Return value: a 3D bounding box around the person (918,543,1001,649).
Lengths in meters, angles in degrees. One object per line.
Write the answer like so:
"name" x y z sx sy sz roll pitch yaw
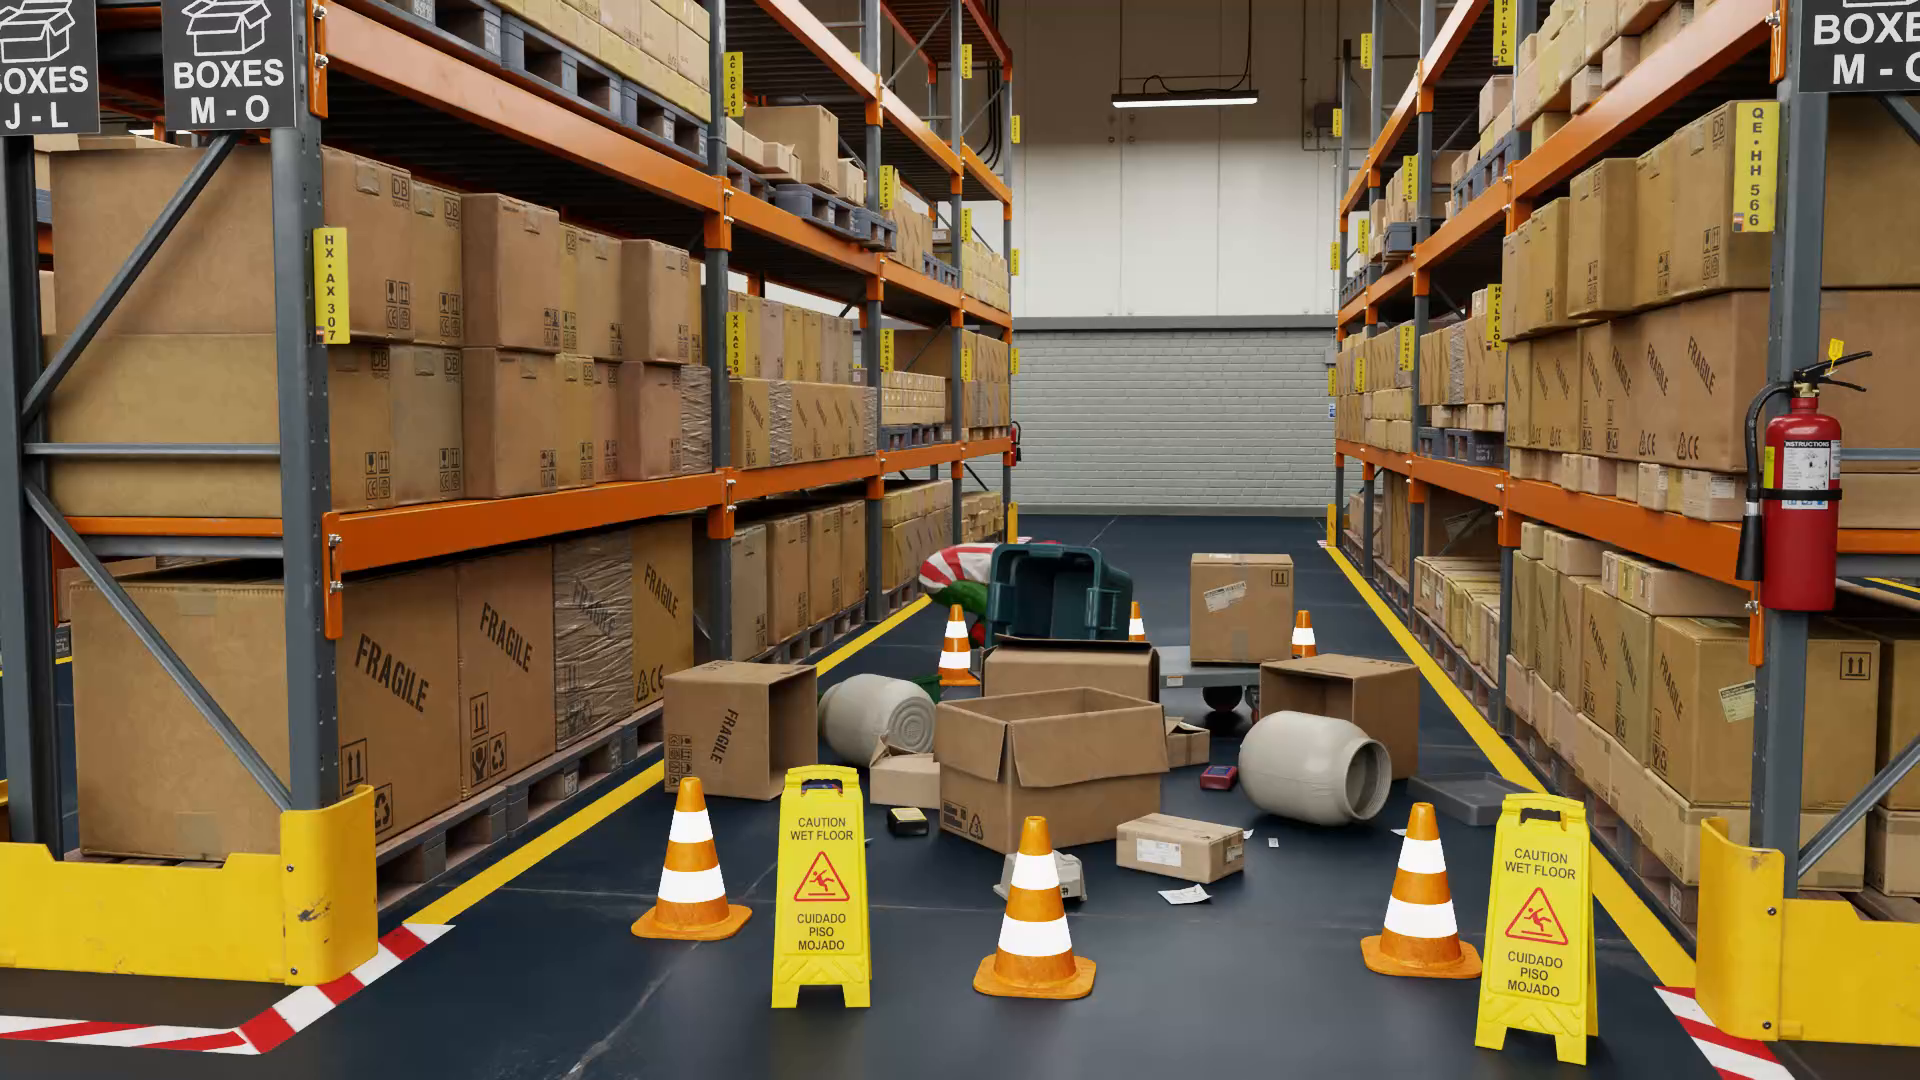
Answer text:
"person" 0.224 0.434 10.407 0.962 0.826 0.515 1 4 7
